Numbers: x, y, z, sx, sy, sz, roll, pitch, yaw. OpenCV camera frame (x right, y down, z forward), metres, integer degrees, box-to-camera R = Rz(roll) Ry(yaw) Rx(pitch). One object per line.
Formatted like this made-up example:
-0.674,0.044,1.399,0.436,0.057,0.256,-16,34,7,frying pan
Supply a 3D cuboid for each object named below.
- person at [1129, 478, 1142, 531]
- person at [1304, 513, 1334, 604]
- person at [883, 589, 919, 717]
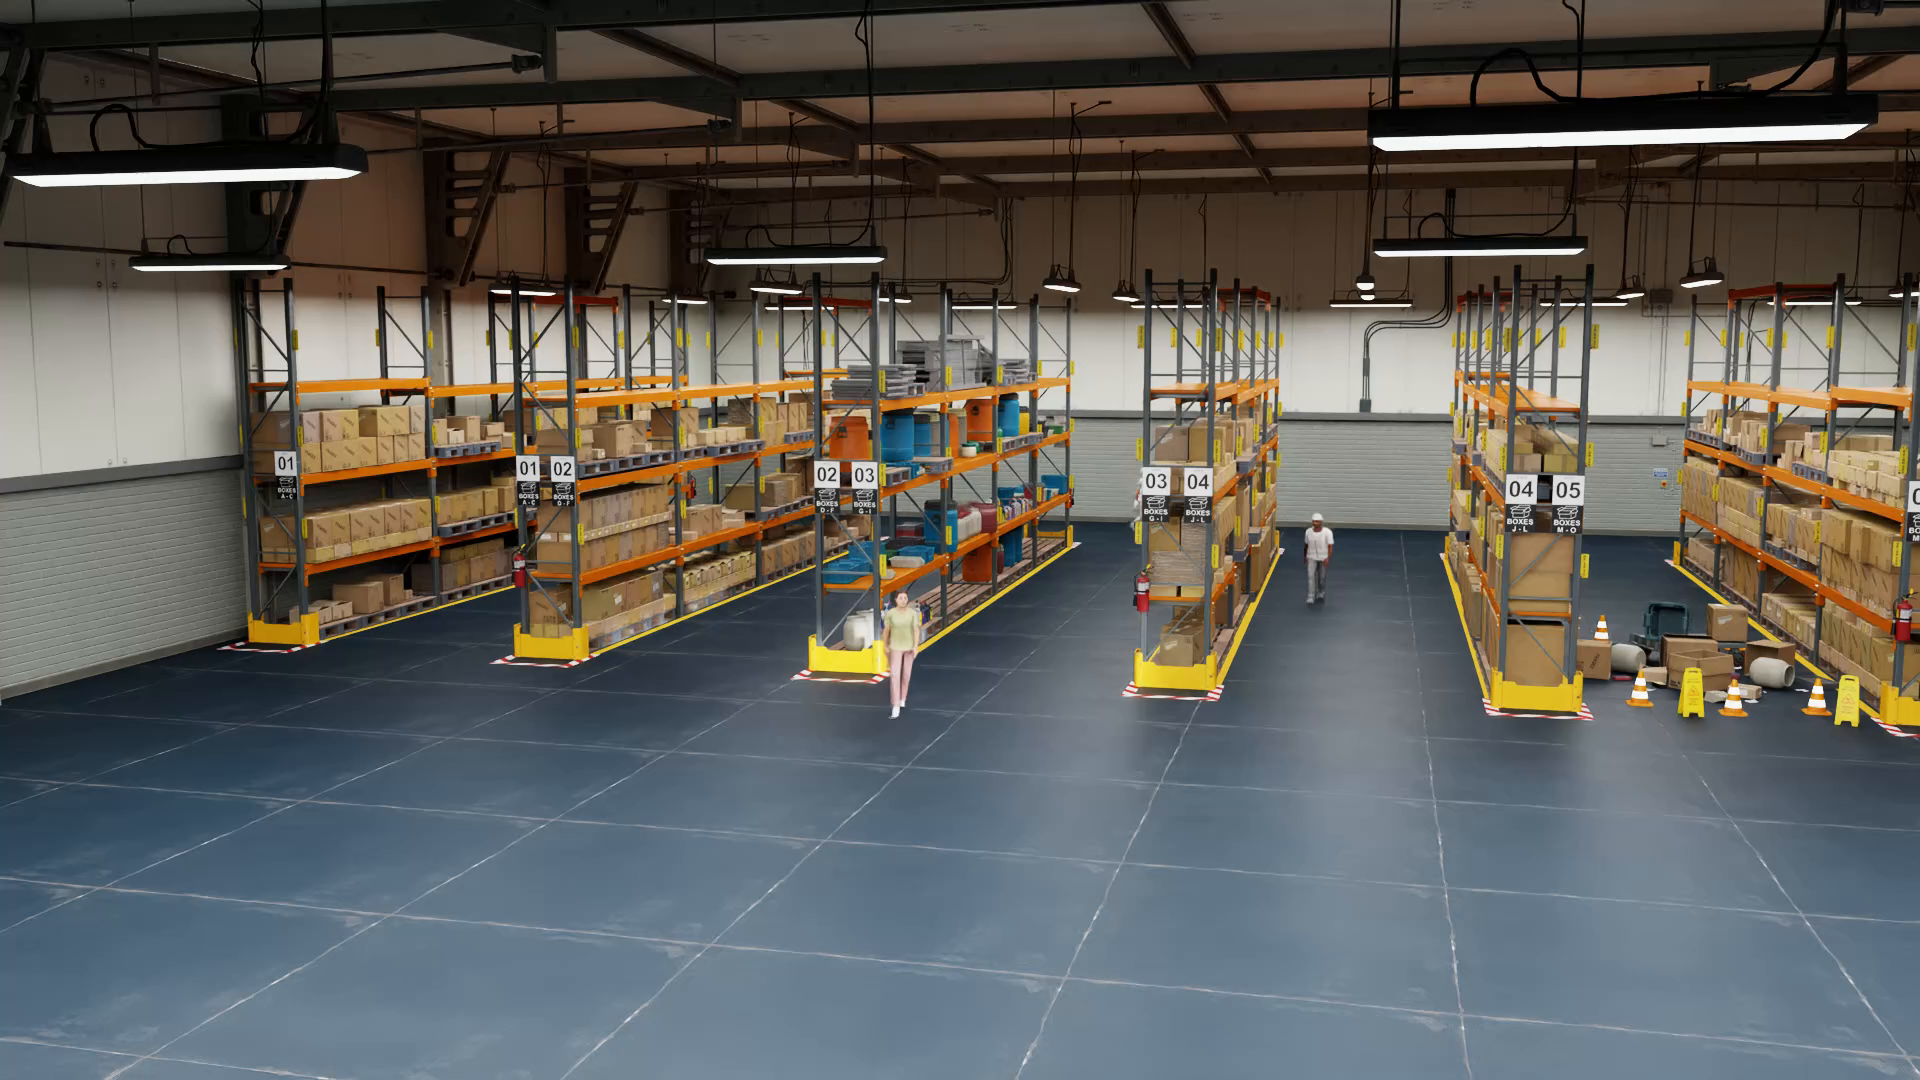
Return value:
4.759,-0.991,42.712,1.002,1.759,0.500,6,9,39,person
6.843,0.342,31.700,0.534,1.704,1.099,1,7,10,person
-0.776,1.488,22.415,0.485,1.644,0.821,-2,7,-17,person
